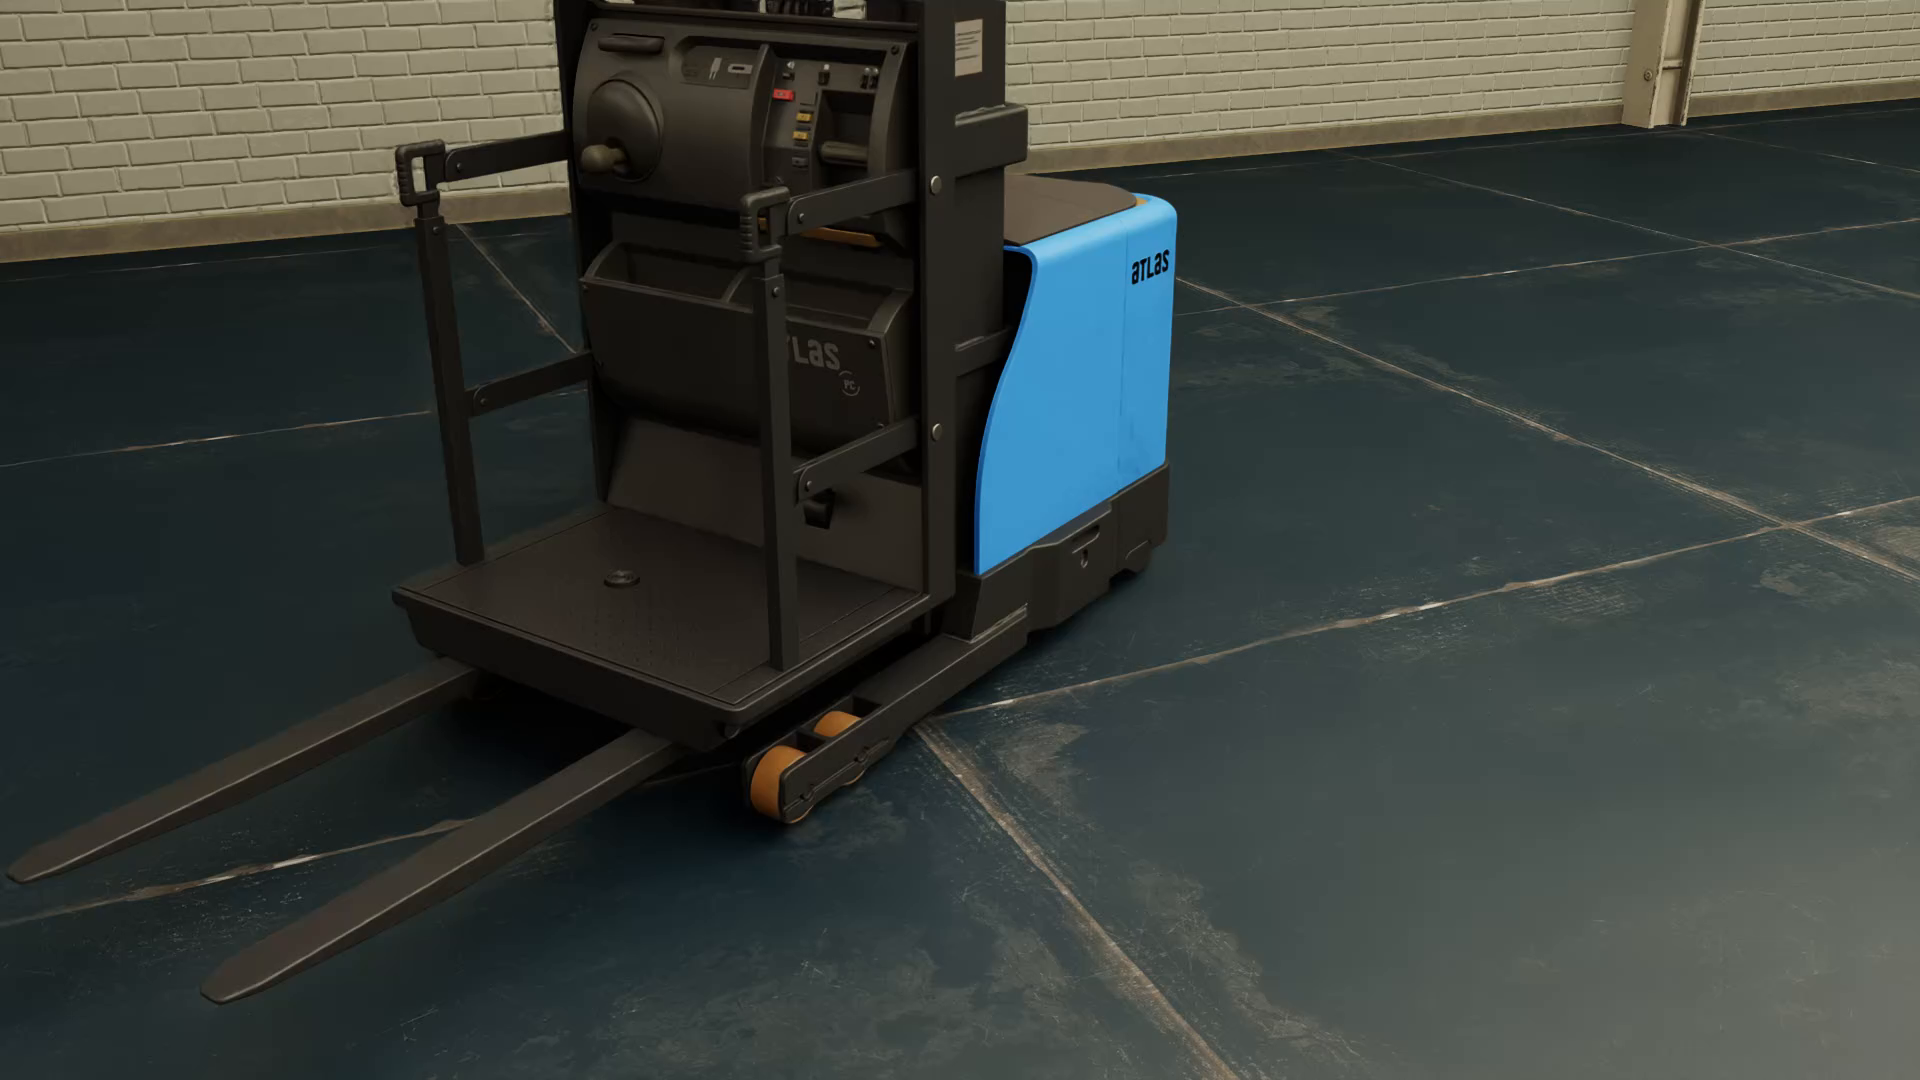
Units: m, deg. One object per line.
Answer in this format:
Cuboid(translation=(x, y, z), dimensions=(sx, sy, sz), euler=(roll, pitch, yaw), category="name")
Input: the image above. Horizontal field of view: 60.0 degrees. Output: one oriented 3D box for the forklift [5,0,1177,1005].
Cuboid(translation=(-0.631, -0.945, 3.561), dimensions=(1.130, 2.935, 3.031), euler=(15, 27, 31), category="forklift")
